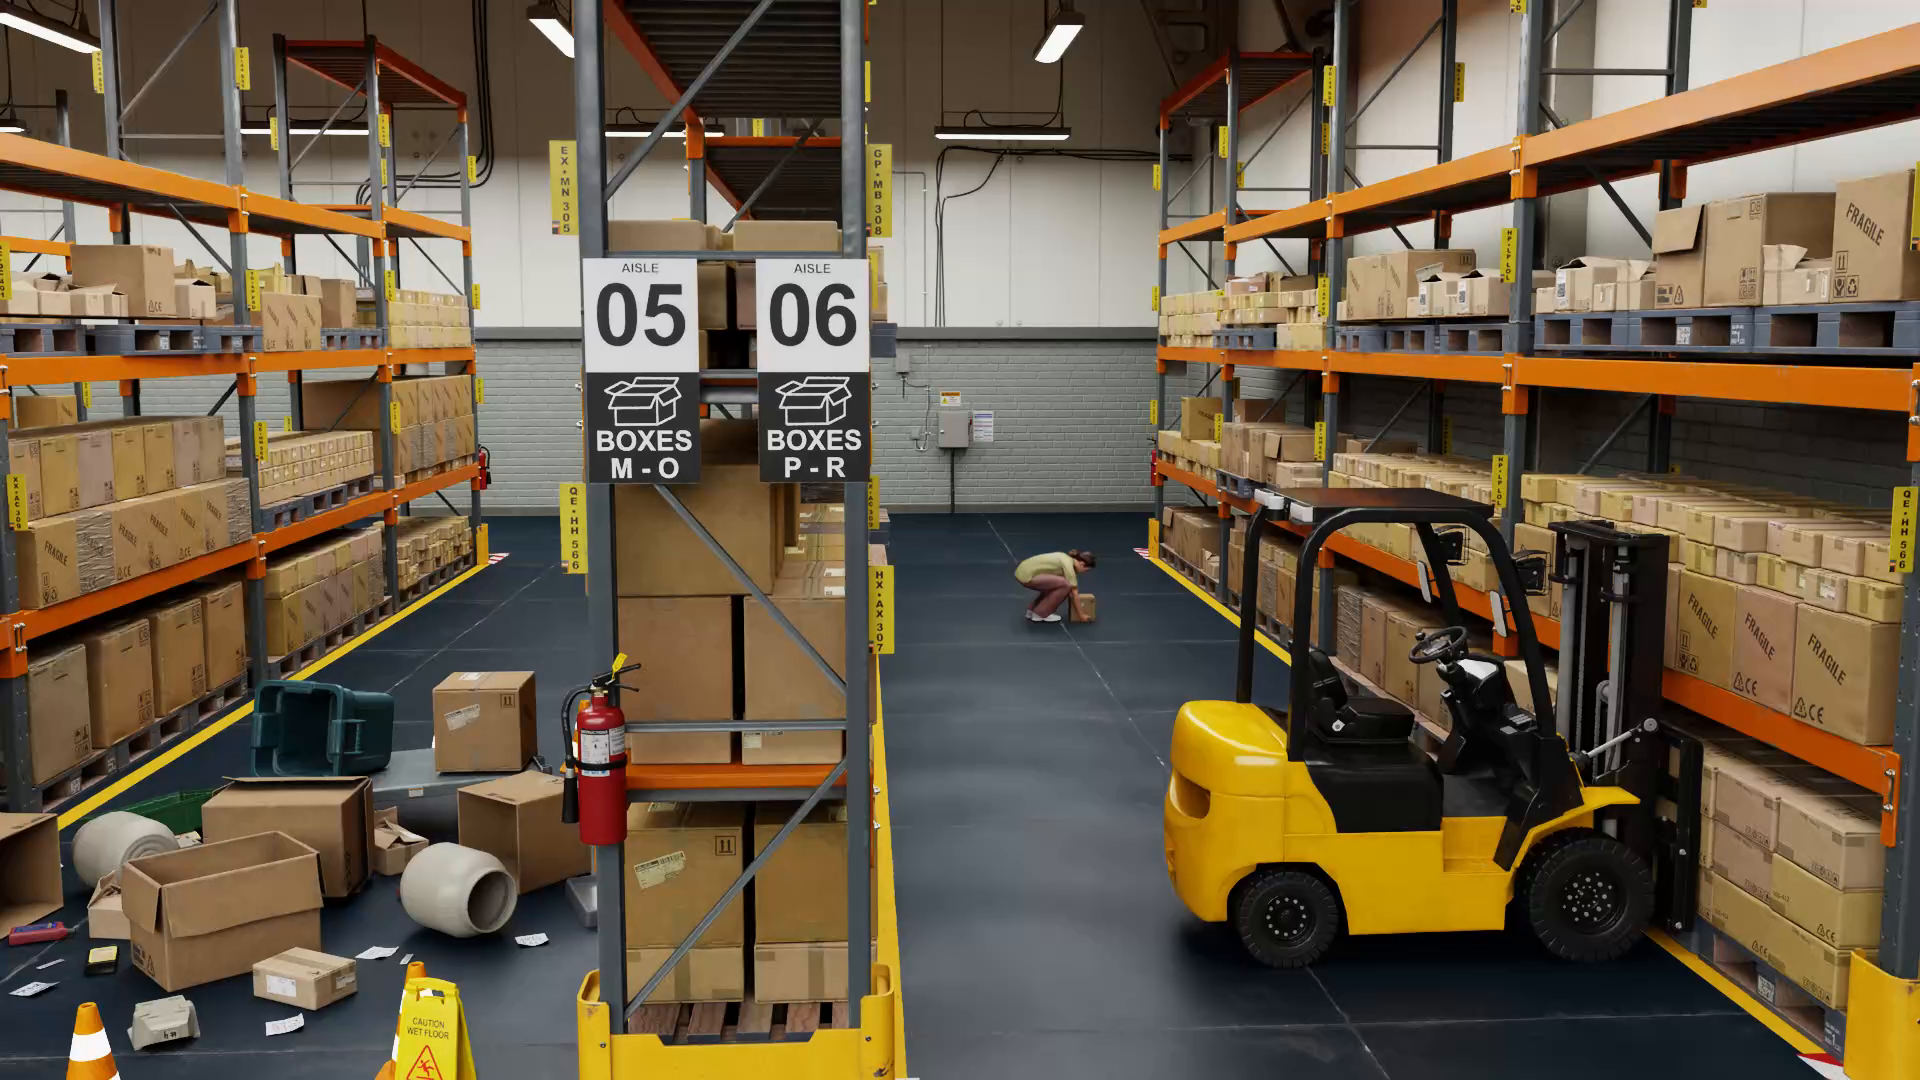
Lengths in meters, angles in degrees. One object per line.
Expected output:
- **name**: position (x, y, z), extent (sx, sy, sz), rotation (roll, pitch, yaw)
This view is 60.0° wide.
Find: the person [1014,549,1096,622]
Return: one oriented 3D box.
- **person**: position (0.994, 0.469, 17.321), extent (0.858, 0.767, 0.452), rotation (-1, 7, -5)
